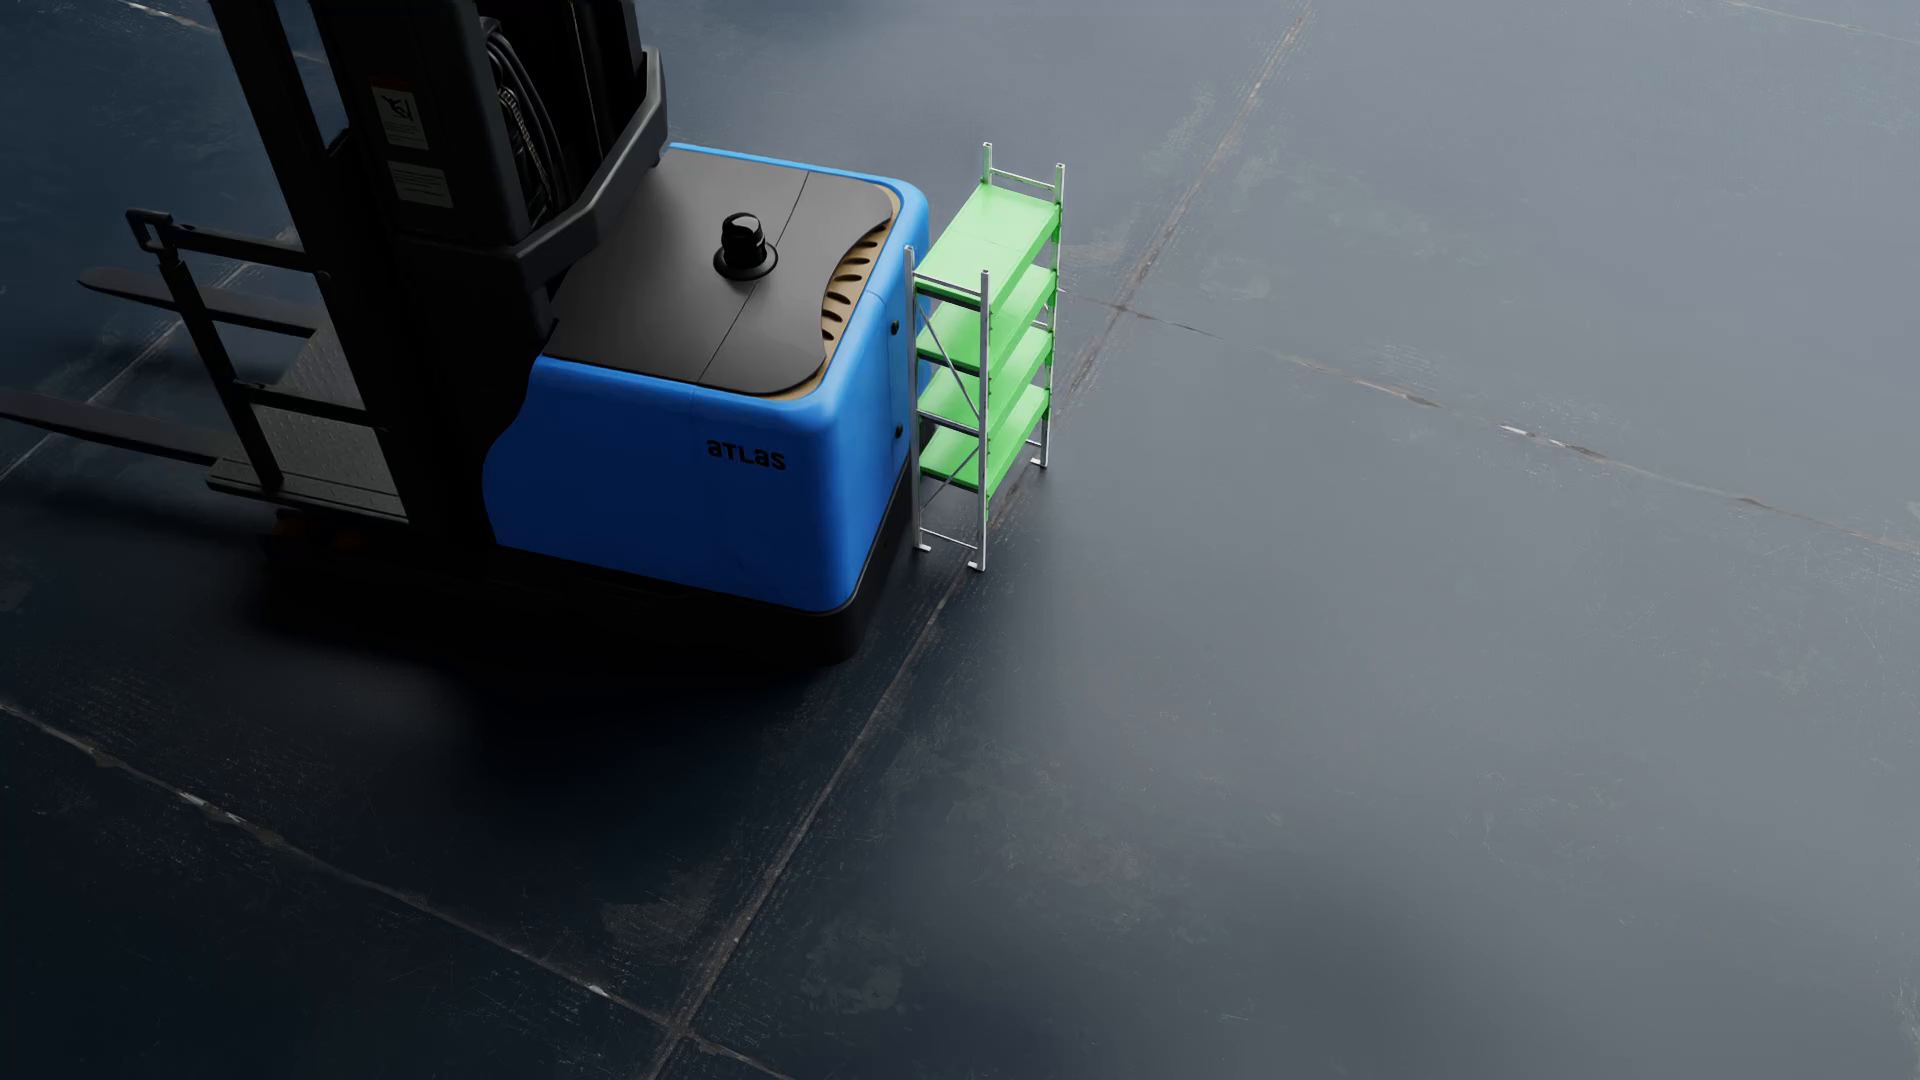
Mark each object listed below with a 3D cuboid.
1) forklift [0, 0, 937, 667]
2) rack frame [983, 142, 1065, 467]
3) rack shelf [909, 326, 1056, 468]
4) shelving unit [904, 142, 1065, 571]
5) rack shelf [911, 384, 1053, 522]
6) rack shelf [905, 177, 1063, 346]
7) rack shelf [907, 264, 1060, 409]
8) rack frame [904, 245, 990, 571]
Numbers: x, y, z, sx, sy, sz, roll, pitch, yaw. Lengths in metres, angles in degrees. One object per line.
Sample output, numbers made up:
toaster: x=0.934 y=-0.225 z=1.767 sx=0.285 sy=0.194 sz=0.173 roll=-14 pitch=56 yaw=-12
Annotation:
forklift: x=-1.650 y=-1.200 z=4.347 sx=3.031 sy=2.935 sz=1.130 roll=12 pitch=51 yaw=10
rack frame: x=0.175 y=-0.671 z=5.033 sx=0.240 sy=1.200 sz=0.015 roll=20 pitch=52 yaw=16
rack shelf: x=0.071 y=-0.461 z=4.939 sx=0.258 sy=0.148 sz=0.480 roll=20 pitch=52 yaw=16
shelving unit: x=0.071 y=-0.503 z=4.890 sx=0.258 sy=1.200 sz=0.503 roll=20 pitch=52 yaw=16
rack shelf: x=0.071 y=-0.306 z=5.121 sx=0.258 sy=0.148 sz=0.480 roll=20 pitch=52 yaw=16
rack shelf: x=0.071 y=-0.772 z=4.573 sx=0.258 sy=0.148 sz=0.480 roll=20 pitch=52 yaw=16
rack shelf: x=0.071 y=-0.617 z=4.756 sx=0.258 sy=0.148 sz=0.480 roll=20 pitch=52 yaw=16
rack frame: x=-0.034 y=-0.335 z=4.747 sx=0.240 sy=1.200 sz=0.015 roll=20 pitch=52 yaw=16
